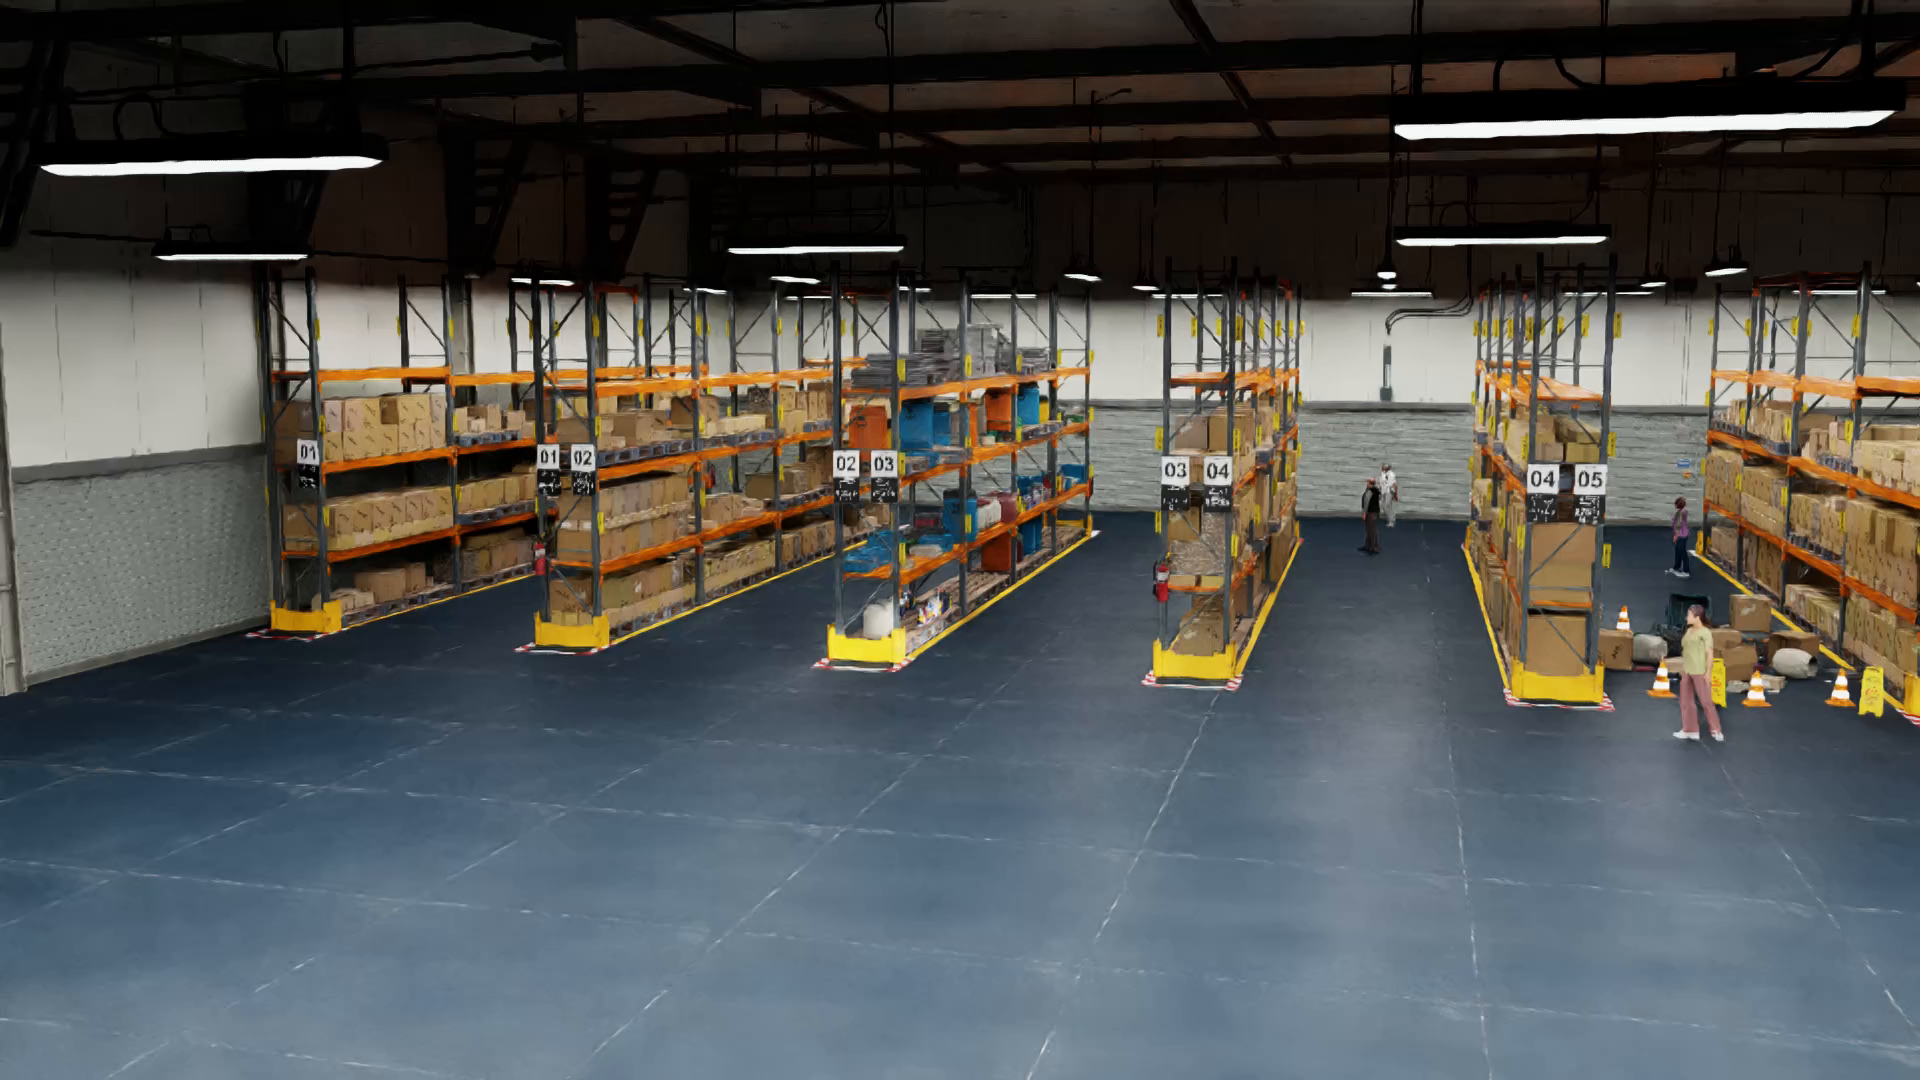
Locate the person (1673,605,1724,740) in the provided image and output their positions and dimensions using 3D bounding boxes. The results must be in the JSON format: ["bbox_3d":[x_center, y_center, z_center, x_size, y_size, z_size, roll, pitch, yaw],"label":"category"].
[{"bbox_3d":[9.072,1.619,20.330,0.535,1.656,0.562,-2,7,-13],"label":"person"}]

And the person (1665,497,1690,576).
[{"bbox_3d":[14.604,-0.078,33.759,0.513,1.592,0.515,4,8,31],"label":"person"}]

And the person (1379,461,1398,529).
[{"bbox_3d":[10.821,-1.150,41.931,0.473,1.675,0.573,-2,8,-19],"label":"person"}]

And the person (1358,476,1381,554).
[{"bbox_3d":[9.159,-0.574,37.193,0.592,1.707,0.644,5,9,33],"label":"person"}]
